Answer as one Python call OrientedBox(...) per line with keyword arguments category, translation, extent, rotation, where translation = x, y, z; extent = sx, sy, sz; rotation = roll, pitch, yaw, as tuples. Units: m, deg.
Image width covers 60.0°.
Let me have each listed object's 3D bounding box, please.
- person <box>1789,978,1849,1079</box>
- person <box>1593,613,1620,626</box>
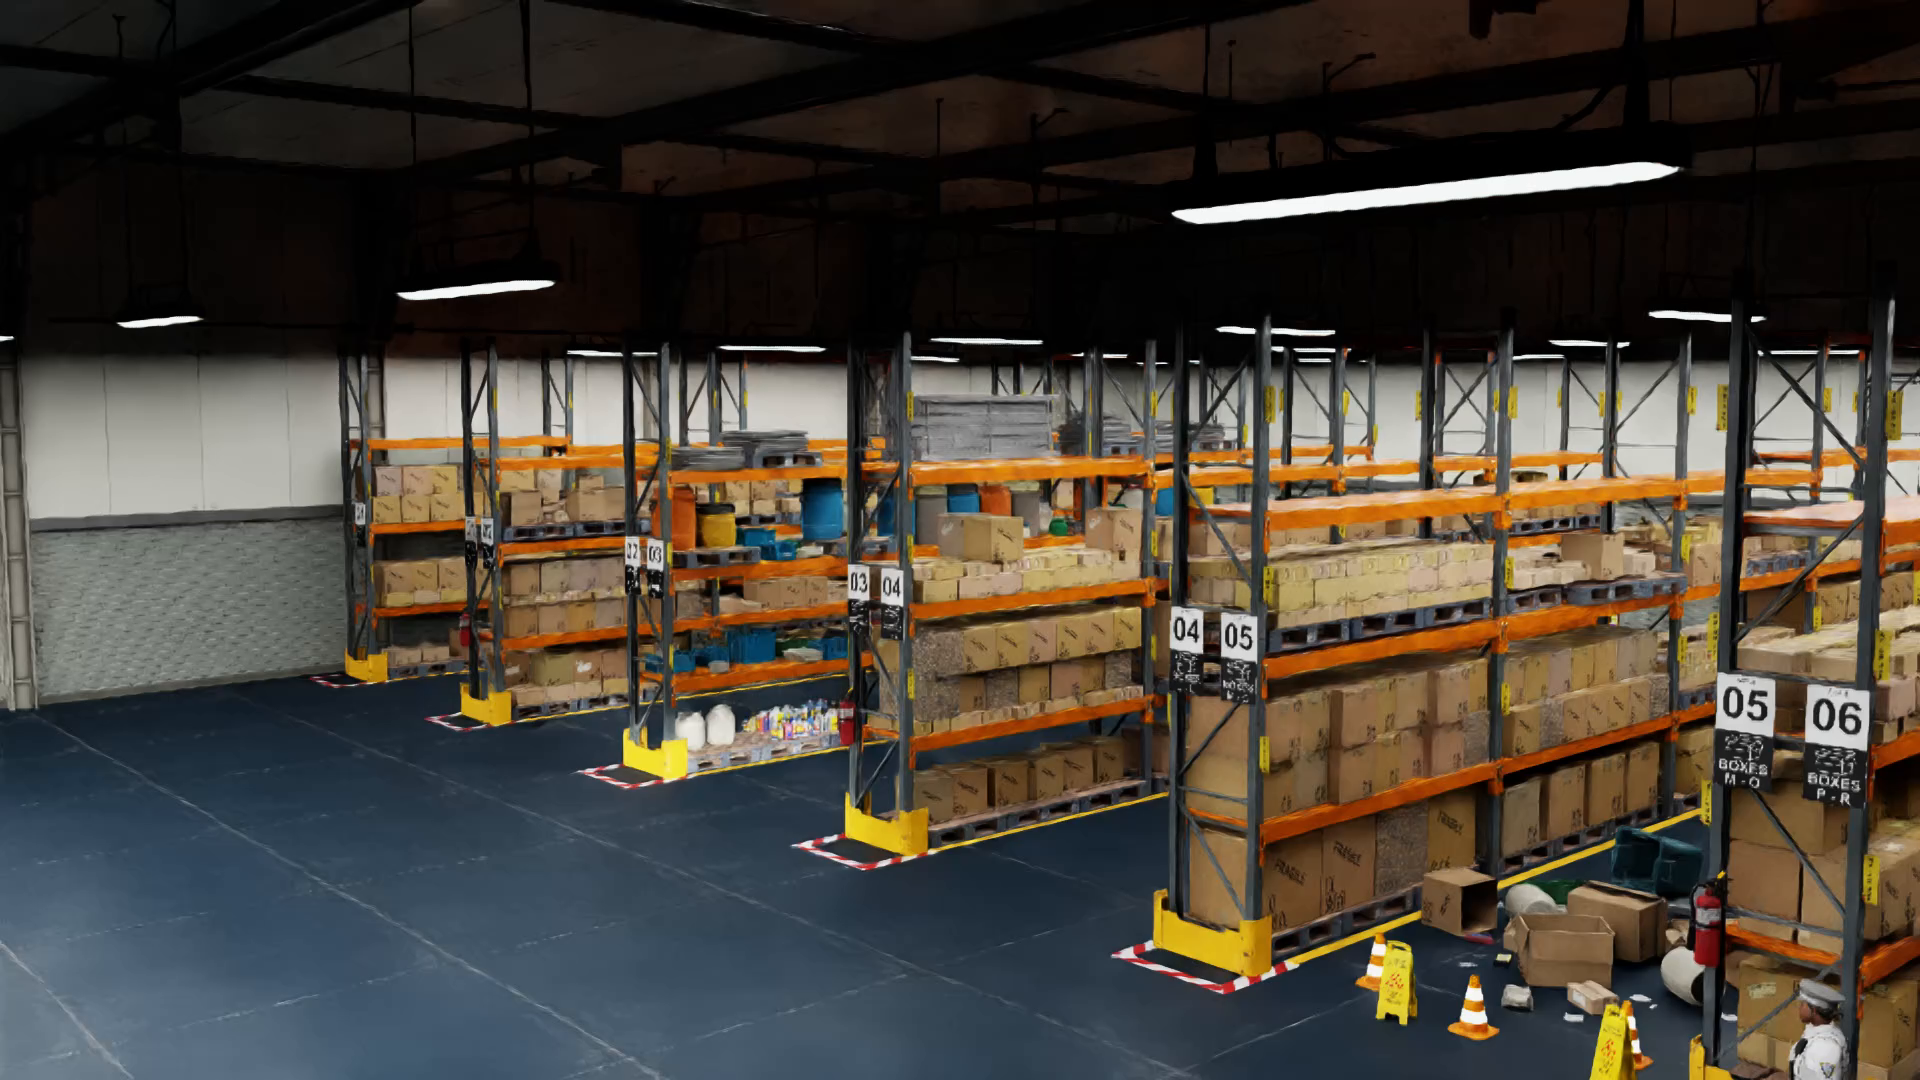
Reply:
OrientedBox(category="person", translation=(5.180, 3.465, 9.858), extent=(0.524, 1.665, 0.571), rotation=(2, 5, 21))
OrientedBox(category="person", translation=(11.804, 1.560, 30.313), extent=(0.732, 1.758, 0.534), rotation=(-1, 5, -6))
